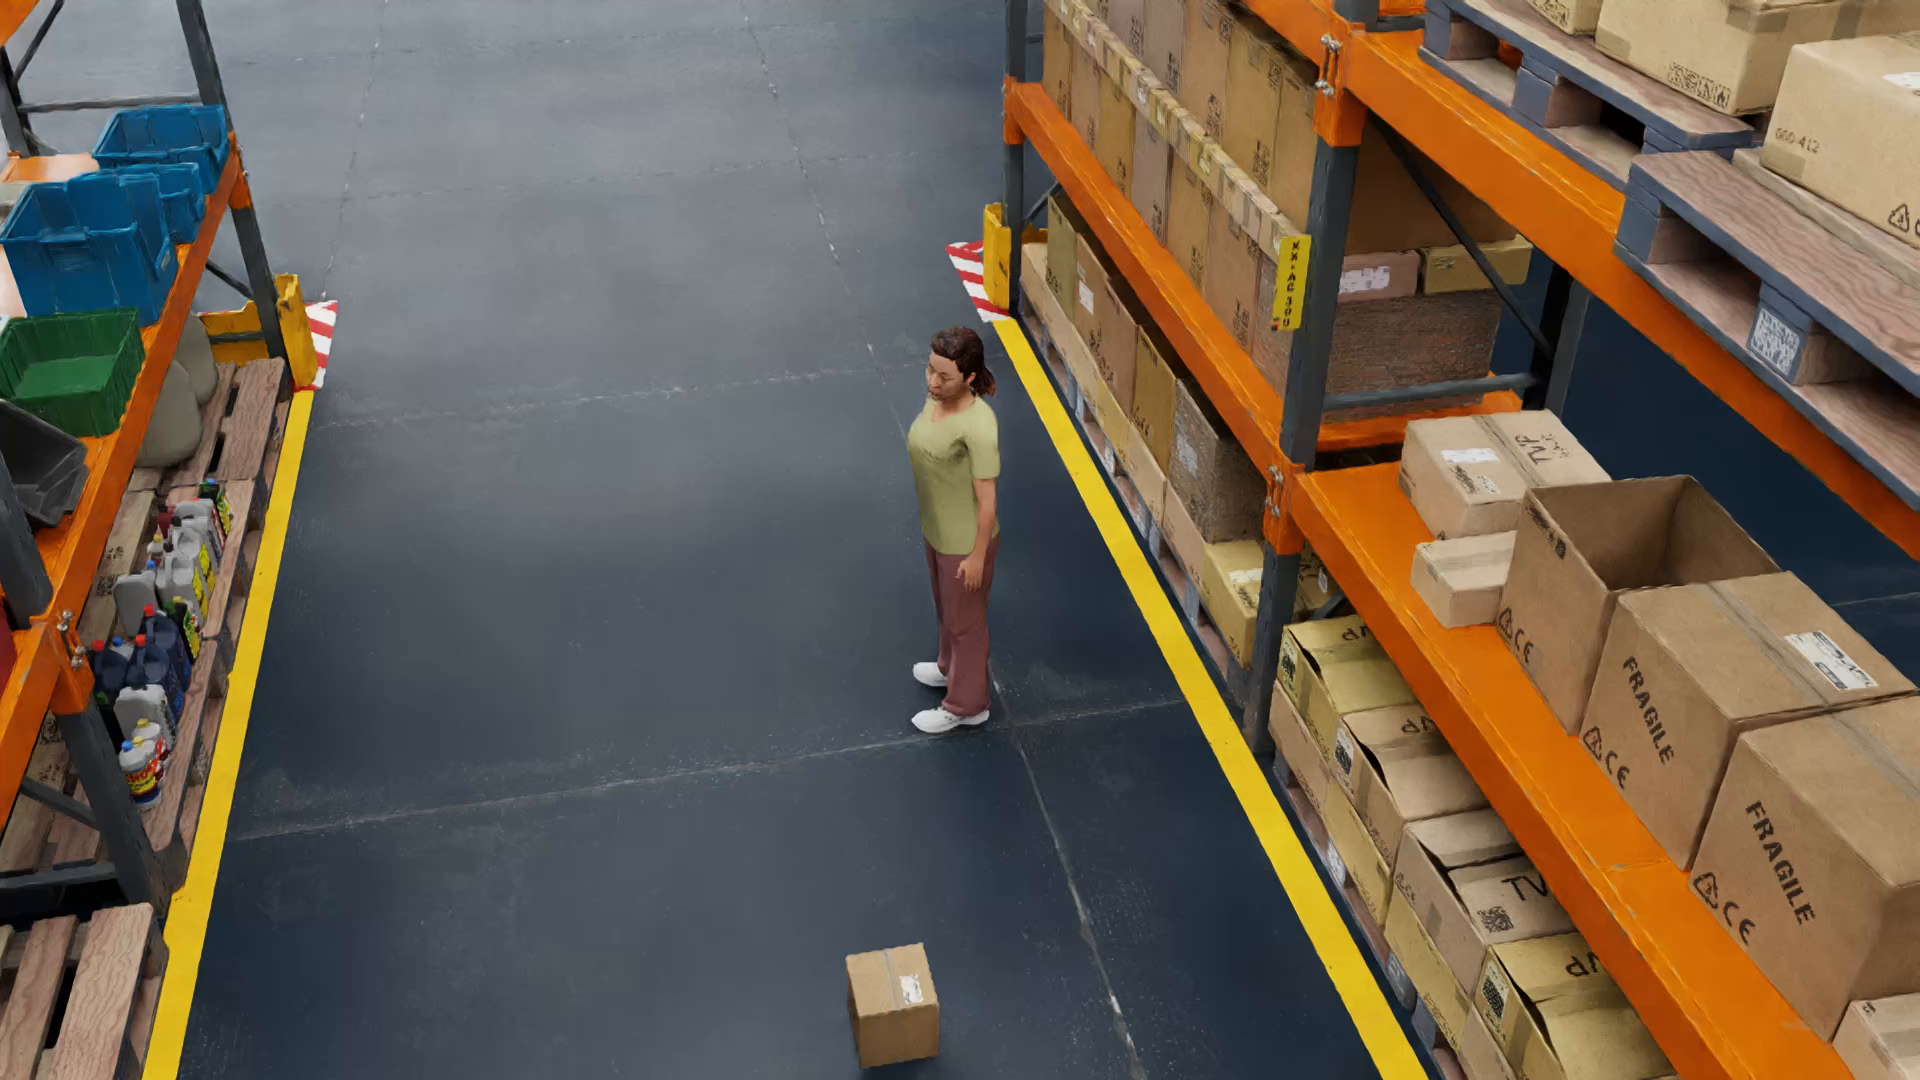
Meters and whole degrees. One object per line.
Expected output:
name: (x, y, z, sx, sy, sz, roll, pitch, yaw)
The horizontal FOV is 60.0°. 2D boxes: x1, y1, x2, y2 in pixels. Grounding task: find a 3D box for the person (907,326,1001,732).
person: (-0.046, -0.025, 6.138, 0.358, 1.680, 0.525, -12, 36, -17)
